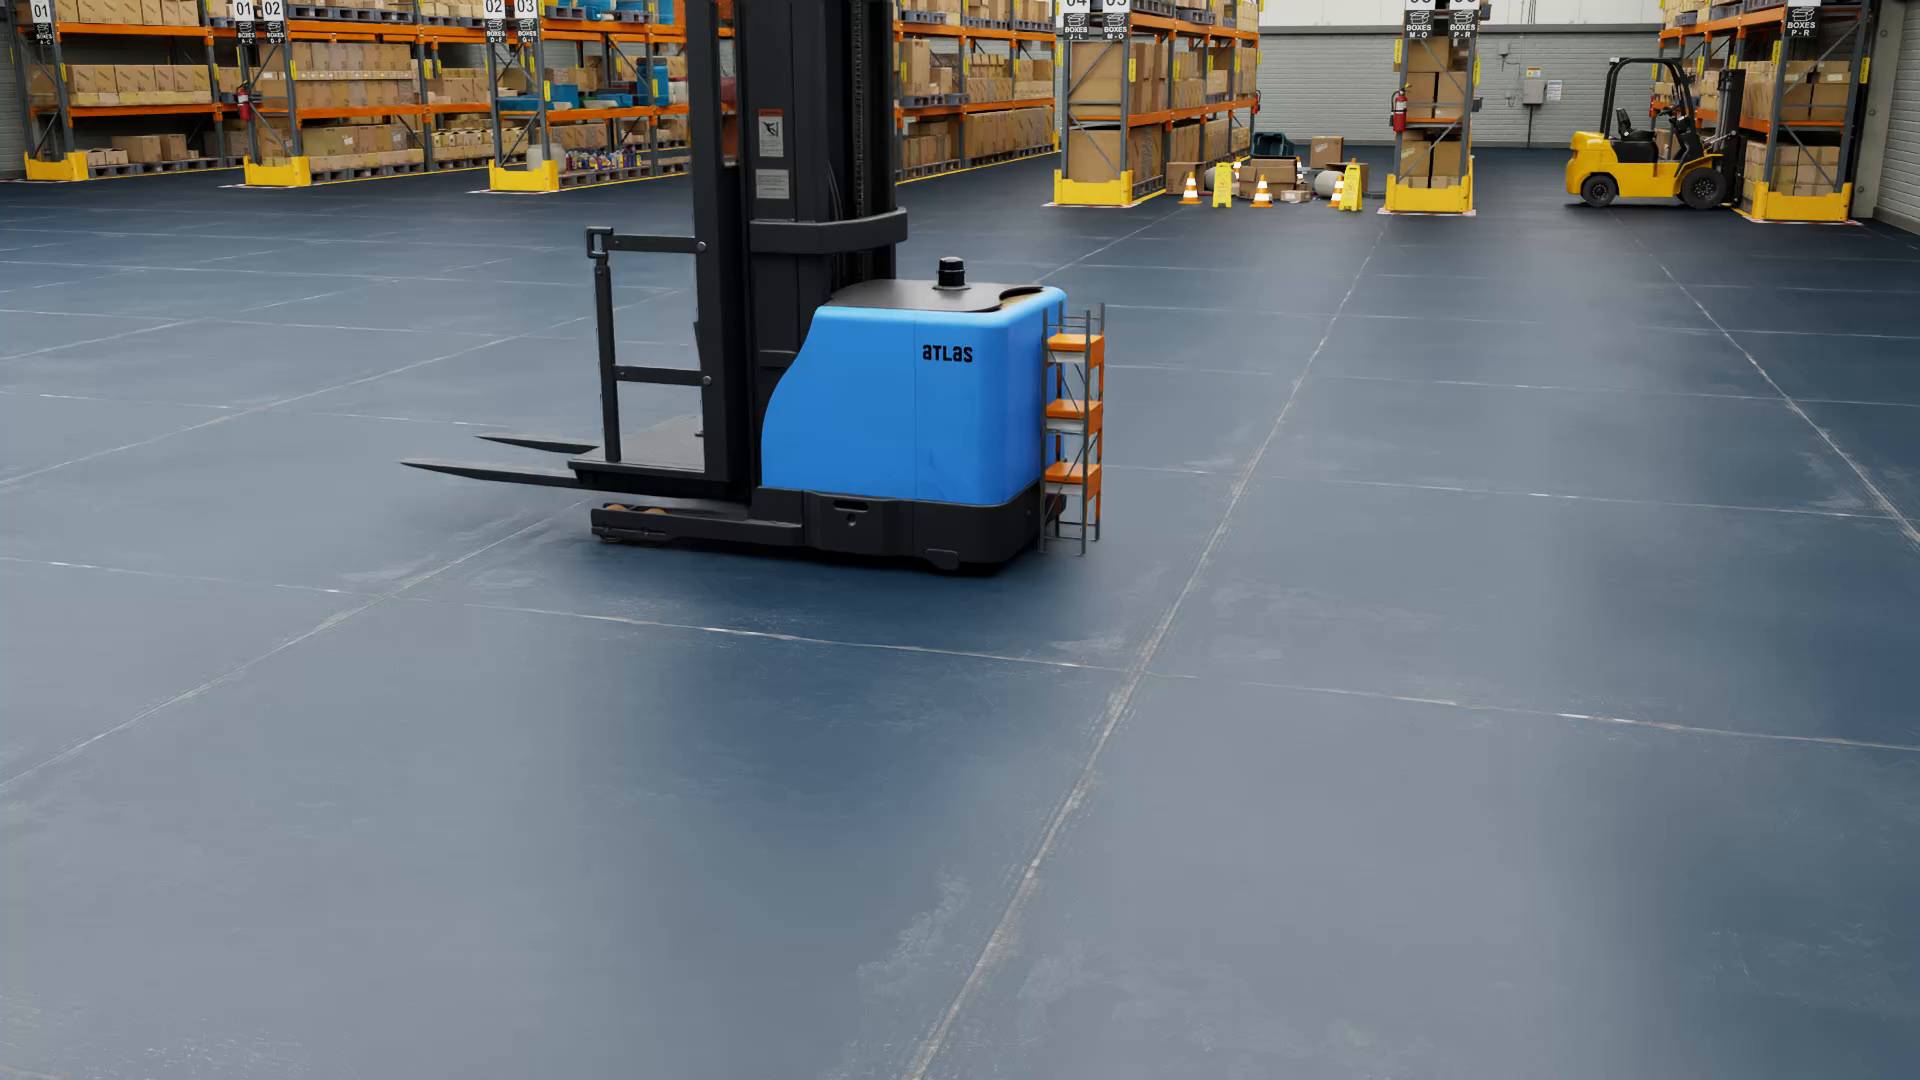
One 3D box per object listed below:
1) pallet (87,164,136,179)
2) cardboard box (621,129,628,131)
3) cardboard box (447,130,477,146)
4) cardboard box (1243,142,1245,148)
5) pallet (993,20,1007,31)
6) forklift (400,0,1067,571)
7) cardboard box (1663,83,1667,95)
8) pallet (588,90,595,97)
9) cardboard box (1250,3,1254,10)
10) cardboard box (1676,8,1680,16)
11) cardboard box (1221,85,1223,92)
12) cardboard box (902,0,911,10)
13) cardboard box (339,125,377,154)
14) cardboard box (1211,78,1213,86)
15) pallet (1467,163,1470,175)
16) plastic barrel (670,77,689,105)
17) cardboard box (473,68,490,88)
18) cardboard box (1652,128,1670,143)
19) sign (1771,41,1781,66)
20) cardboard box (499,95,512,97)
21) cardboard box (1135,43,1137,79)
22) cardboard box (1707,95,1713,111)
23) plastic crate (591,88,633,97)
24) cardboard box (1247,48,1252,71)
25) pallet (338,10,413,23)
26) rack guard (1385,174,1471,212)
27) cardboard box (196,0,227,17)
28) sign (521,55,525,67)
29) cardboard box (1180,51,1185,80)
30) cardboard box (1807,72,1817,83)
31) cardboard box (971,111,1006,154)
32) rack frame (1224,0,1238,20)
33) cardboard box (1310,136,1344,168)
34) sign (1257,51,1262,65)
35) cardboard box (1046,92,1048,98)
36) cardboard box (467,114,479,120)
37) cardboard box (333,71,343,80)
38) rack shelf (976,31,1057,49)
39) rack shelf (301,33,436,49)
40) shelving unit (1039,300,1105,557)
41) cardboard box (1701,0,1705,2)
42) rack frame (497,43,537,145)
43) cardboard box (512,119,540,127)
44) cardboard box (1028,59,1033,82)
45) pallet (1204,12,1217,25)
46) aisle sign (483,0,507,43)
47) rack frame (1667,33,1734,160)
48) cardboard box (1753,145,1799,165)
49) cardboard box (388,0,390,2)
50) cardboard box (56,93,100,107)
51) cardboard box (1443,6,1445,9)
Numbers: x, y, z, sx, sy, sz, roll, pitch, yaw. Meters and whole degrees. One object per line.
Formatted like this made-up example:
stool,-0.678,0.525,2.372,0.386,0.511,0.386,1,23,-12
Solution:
pallet,-16.640,-7.073,31.881,1.003,0.211,1.213,5,16,16
cardboard box,-8.663,-10.227,42.010,0.500,0.311,0.500,5,16,16
cardboard box,-10.390,-8.353,34.522,0.500,0.311,0.500,4,16,14
cardboard box,6.441,-9.210,38.757,0.380,0.149,0.250,4,16,13
pallet,0.518,-11.280,36.454,0.805,0.209,1.217,4,16,14
forklift,-1.089,-1.508,7.276,3.031,2.935,1.130,5,17,19
cardboard box,15.333,-9.639,35.547,0.500,0.250,0.500,4,16,14
pallet,-9.098,-10.649,39.727,1.003,0.211,1.213,5,16,16
cardboard box,6.574,-12.300,38.327,0.380,0.149,0.250,5,17,17
cardboard box,15.027,-10.816,34.200,0.500,0.250,0.500,4,16,14
cardboard box,5.389,-9.590,35.335,0.380,0.149,0.250,5,16,16
cardboard box,-1.314,-9.890,30.243,0.797,0.503,0.637,4,16,13
cardboard box,-11.382,-7.557,31.372,0.500,0.500,0.500,5,16,16
cardboard box,4.942,-9.322,33.845,0.380,0.149,0.250,5,16,16
pallet,9.392,-7.216,32.385,1.003,0.211,1.213,5,16,16
plastic barrel,-5.601,-8.954,33.152,0.433,0.535,0.433,0,16,0
cardboard box,-12.937,-11.991,43.560,0.980,0.700,0.700,4,16,13
cardboard box,15.864,-8.915,37.068,0.797,0.503,0.637,4,16,14
sign,11.066,-6.597,22.536,0.100,0.325,0.005,5,16,16
cardboard box,-9.893,-9.518,35.848,0.380,0.149,0.250,5,16,16
cardboard box,2.258,-7.459,25.875,0.875,0.550,0.550,5,16,16
cardboard box,13.208,-7.538,28.682,0.500,0.250,0.500,4,16,14
plastic crate,-6.562,-8.307,31.232,0.767,0.338,0.504,5,16,16
cardboard box,6.420,-11.072,38.307,0.500,0.500,0.500,6,17,19
pallet,-11.257,-10.024,31.838,1.003,0.211,1.213,5,16,16
rack guard,6.844,-5.082,24.330,1.175,0.500,0.348,5,16,16
cardboard box,-15.558,-11.062,34.382,0.500,0.500,0.500,7,17,24
sign,-11.863,-12.997,45.097,0.100,0.325,0.005,5,16,16
cardboard box,3.753,-8.727,30.584,0.700,0.500,0.500,4,16,15
cardboard box,11.936,-6.379,22.950,0.380,0.149,0.250,5,16,16
cardboard box,0.315,-8.949,36.509,1.225,0.875,0.875,4,16,14
rack frame,5.458,-12.648,35.429,1.000,3.000,0.127,5,16,16
cardboard box,6.244,-6.603,28.305,0.500,0.500,0.500,5,16,16
sign,7.121,-11.469,39.565,0.100,0.325,0.005,5,16,16
cardboard box,1.937,-10.845,40.529,0.380,0.149,0.250,5,16,16
cardboard box,-12.785,-11.036,43.364,0.380,0.149,0.250,4,16,14
cardboard box,-11.566,-8.518,30.493,0.380,0.149,0.250,4,16,14
rack shelf,1.299,-11.793,39.230,1.077,0.370,4.000,5,16,16
rack shelf,-14.085,-11.899,39.603,1.077,0.370,4.000,5,16,16
shelving unit,0.477,-0.474,7.077,0.215,1.050,0.252,5,17,18
cardboard box,13.969,-10.066,30.822,0.380,0.149,0.250,4,16,15
rack frame,-9.903,-9.895,36.719,1.000,3.000,0.127,5,16,16
cardboard box,-9.850,-9.543,37.877,0.500,0.250,0.500,5,17,18
cardboard box,1.403,-10.974,38.879,0.500,0.500,0.500,4,16,14
pallet,4.189,-9.895,31.566,1.213,0.211,1.003,5,17,18
aisle sign,-7.733,-8.672,27.642,0.394,0.787,0.004,5,16,16
rack frame,14.992,-9.020,33.633,1.000,3.000,0.127,5,16,16
cardboard box,11.414,-5.385,23.256,0.500,0.250,0.500,5,17,18
cardboard box,-14.035,-13.023,39.885,0.500,0.250,0.500,4,16,14
cardboard box,-16.484,-8.226,31.072,0.500,0.250,0.500,4,16,14
cardboard box,7.543,-8.433,26.527,0.380,0.149,0.250,5,16,16
